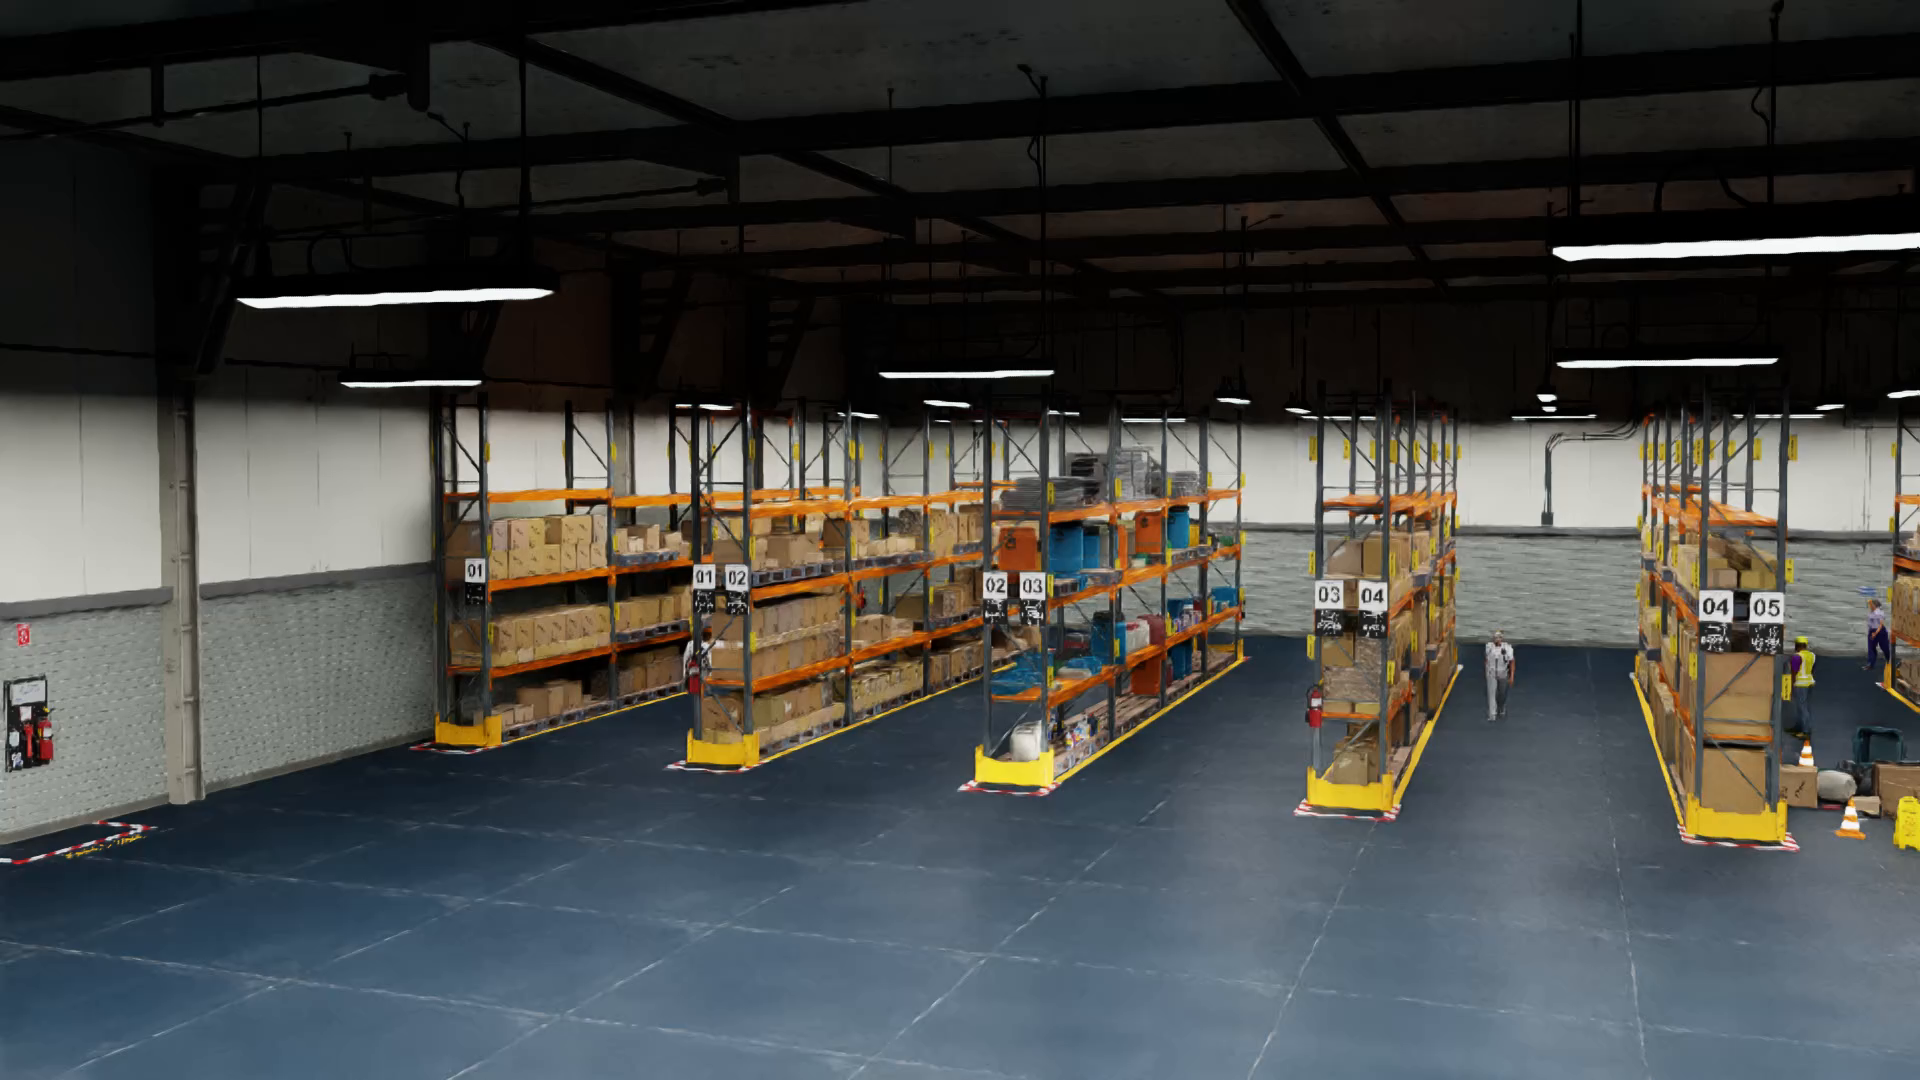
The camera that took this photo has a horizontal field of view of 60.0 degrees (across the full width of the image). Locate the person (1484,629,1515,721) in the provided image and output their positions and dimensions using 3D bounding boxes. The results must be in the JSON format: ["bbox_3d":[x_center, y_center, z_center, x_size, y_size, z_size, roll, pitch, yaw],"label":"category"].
[{"bbox_3d":[10.026,2.493,30.927,0.554,1.712,1.040,1,3,19],"label":"person"}]

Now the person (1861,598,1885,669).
[{"bbox_3d":[21.080,2.158,38.130,0.690,1.634,0.517,0,3,-8],"label":"person"}]

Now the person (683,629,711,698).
[{"bbox_3d":[-4.974,2.483,31.922,0.595,1.645,0.659,1,3,11],"label":"person"}]

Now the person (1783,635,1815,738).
[{"bbox_3d":[14.722,2.550,29.181,0.673,1.763,0.580,-2,4,-39],"label":"person"}]
